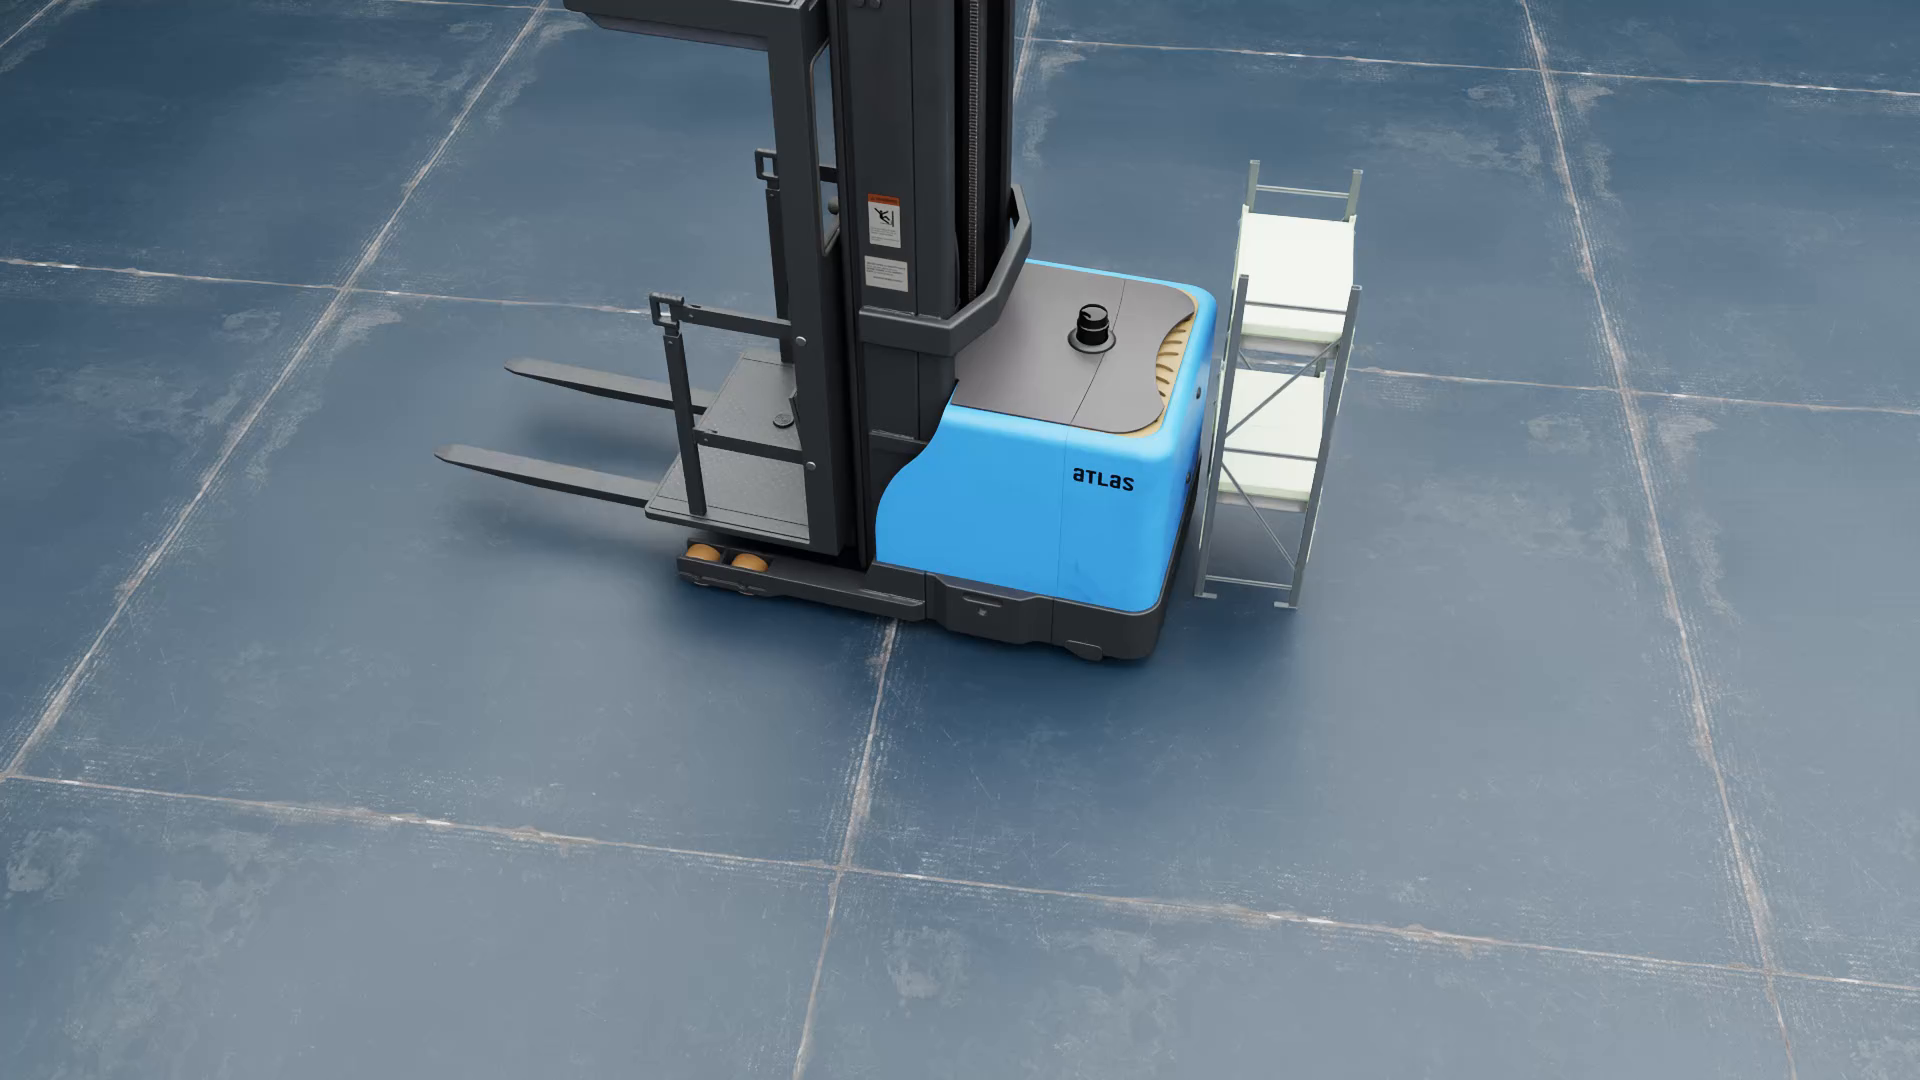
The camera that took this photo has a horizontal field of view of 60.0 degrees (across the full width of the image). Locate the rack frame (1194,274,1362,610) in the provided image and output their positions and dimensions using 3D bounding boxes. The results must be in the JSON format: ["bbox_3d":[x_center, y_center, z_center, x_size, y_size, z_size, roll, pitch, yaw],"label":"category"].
[{"bbox_3d":[1.116,-0.305,5.980,0.400,1.500,0.023,7,44,7],"label":"rack frame"}]

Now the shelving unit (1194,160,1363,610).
[{"bbox_3d":[1.181,-0.552,6.242,0.431,1.500,0.755,7,44,7],"label":"shelving unit"}]

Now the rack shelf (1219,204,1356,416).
[{"bbox_3d":[1.182,-0.836,5.973,0.431,0.370,0.720,7,44,7],"label":"rack shelf"}]

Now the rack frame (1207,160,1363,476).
[{"bbox_3d":[1.245,-0.800,6.503,0.400,1.500,0.023,7,44,7],"label":"rack frame"}]

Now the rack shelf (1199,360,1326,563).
[{"bbox_3d":[1.180,-0.316,6.466,0.431,0.370,0.720,7,44,7],"label":"rack shelf"}]

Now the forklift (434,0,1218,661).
[{"bbox_3d":[-0.605,-1.184,5.869,3.031,2.935,1.130,11,45,12],"label":"forklift"}]
